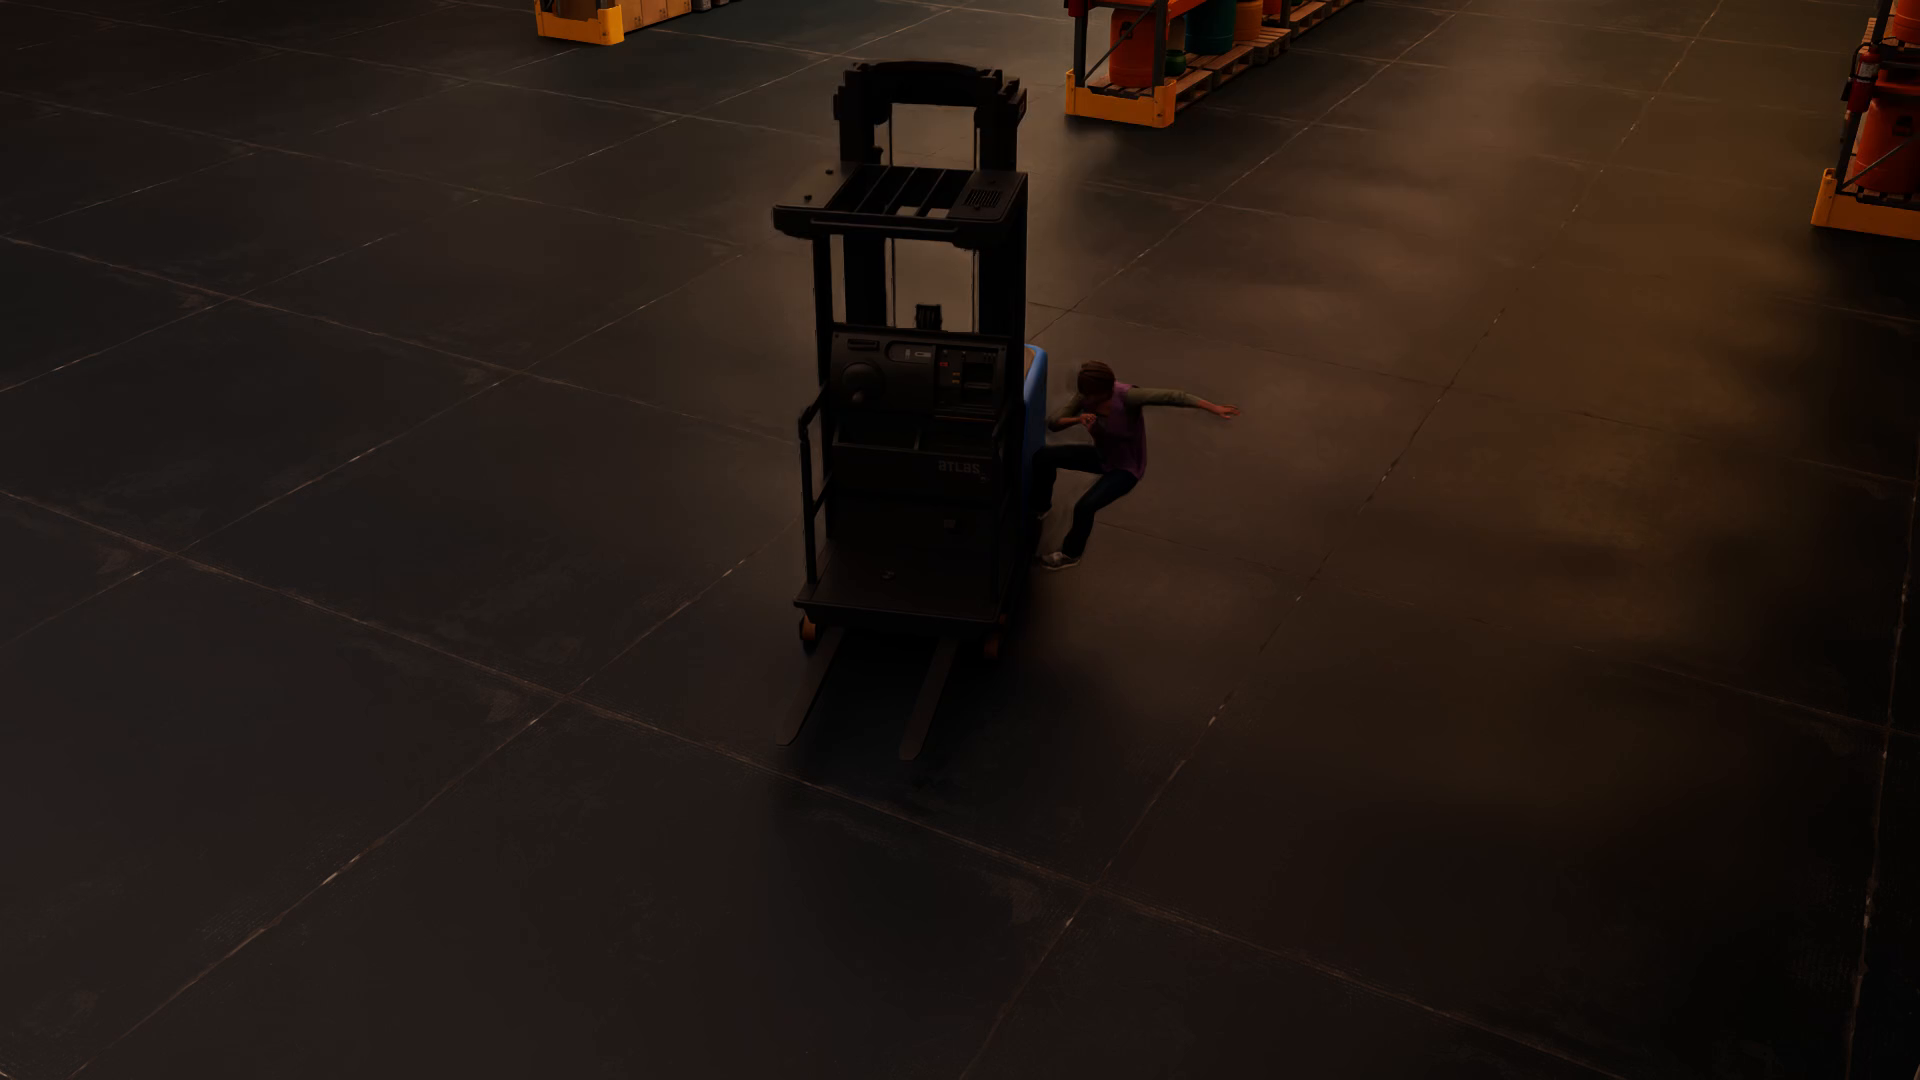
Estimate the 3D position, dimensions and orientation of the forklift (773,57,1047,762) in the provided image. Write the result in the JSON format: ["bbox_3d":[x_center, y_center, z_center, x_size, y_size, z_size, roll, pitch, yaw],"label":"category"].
[{"bbox_3d":[-0.256,-0.819,8.490,1.130,2.935,3.031,6,30,10],"label":"forklift"}]

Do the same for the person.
[{"bbox_3d":[0.872,-0.395,9.269,1.220,1.251,0.638,21,36,32],"label":"person"}]
